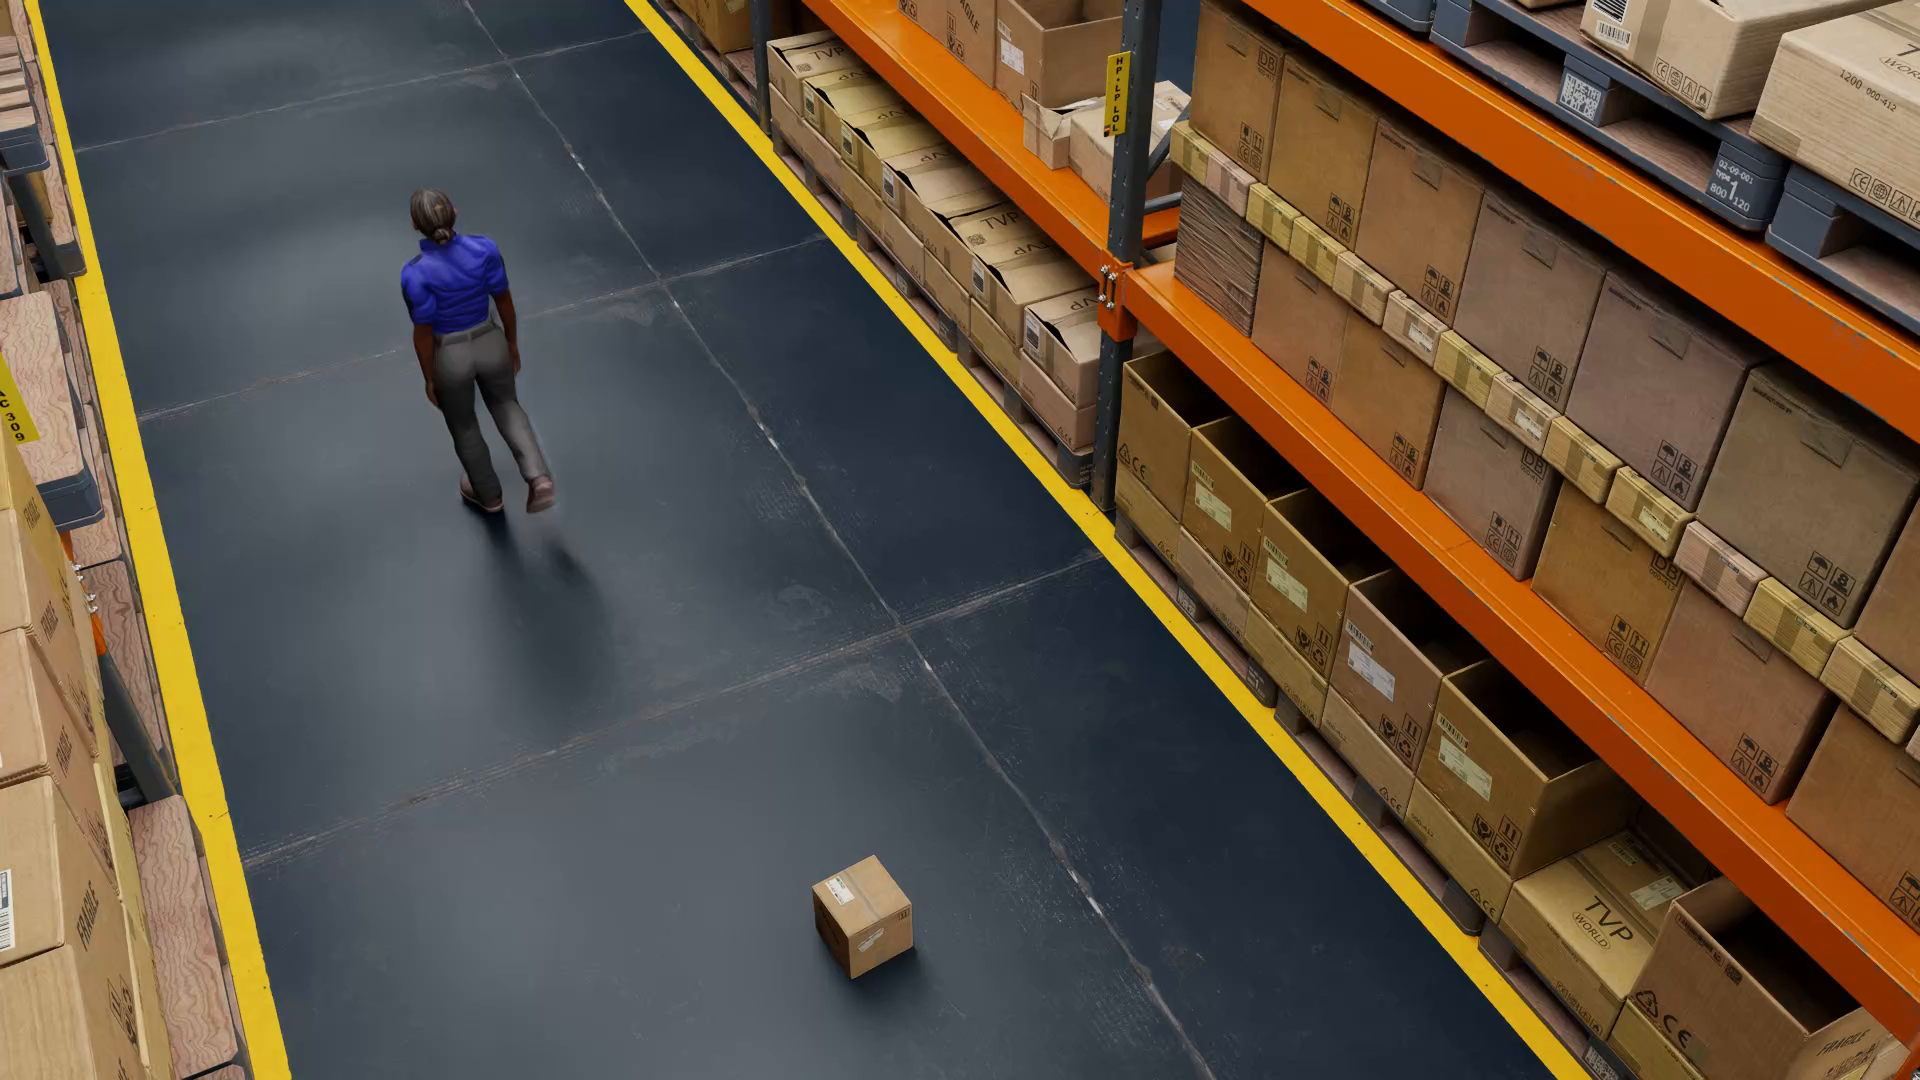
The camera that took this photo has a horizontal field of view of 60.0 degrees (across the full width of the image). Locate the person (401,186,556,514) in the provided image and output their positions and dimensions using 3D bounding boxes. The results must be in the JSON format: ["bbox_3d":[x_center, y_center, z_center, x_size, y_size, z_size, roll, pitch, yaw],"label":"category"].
[{"bbox_3d":[-2.040,-0.751,6.984,0.447,1.638,0.604,-29,49,-28],"label":"person"}]
